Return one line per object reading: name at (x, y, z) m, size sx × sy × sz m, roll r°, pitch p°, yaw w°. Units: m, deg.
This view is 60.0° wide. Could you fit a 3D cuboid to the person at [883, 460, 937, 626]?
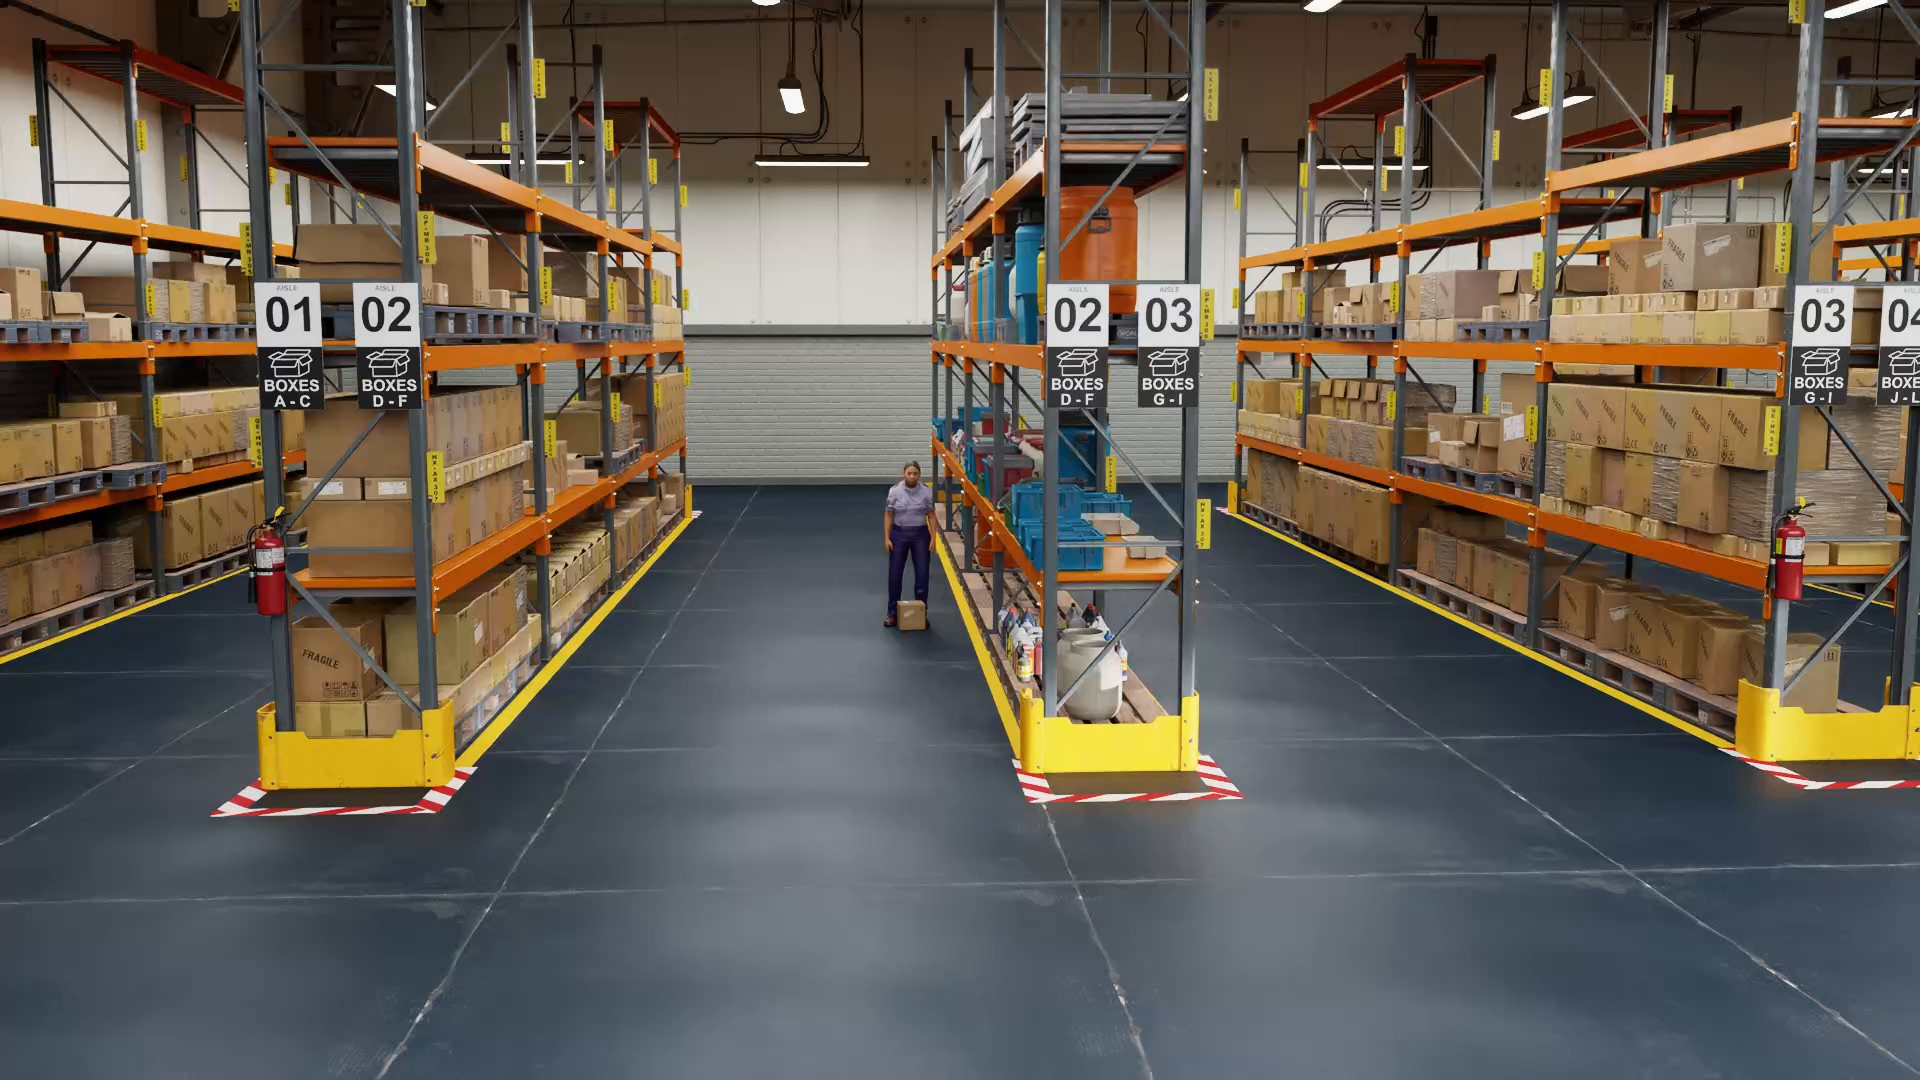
person at (-0.500, 0.023, 16.593) m, size 0.539 × 1.652 × 0.412 m, roll 0°, pitch 7°, yaw -3°
